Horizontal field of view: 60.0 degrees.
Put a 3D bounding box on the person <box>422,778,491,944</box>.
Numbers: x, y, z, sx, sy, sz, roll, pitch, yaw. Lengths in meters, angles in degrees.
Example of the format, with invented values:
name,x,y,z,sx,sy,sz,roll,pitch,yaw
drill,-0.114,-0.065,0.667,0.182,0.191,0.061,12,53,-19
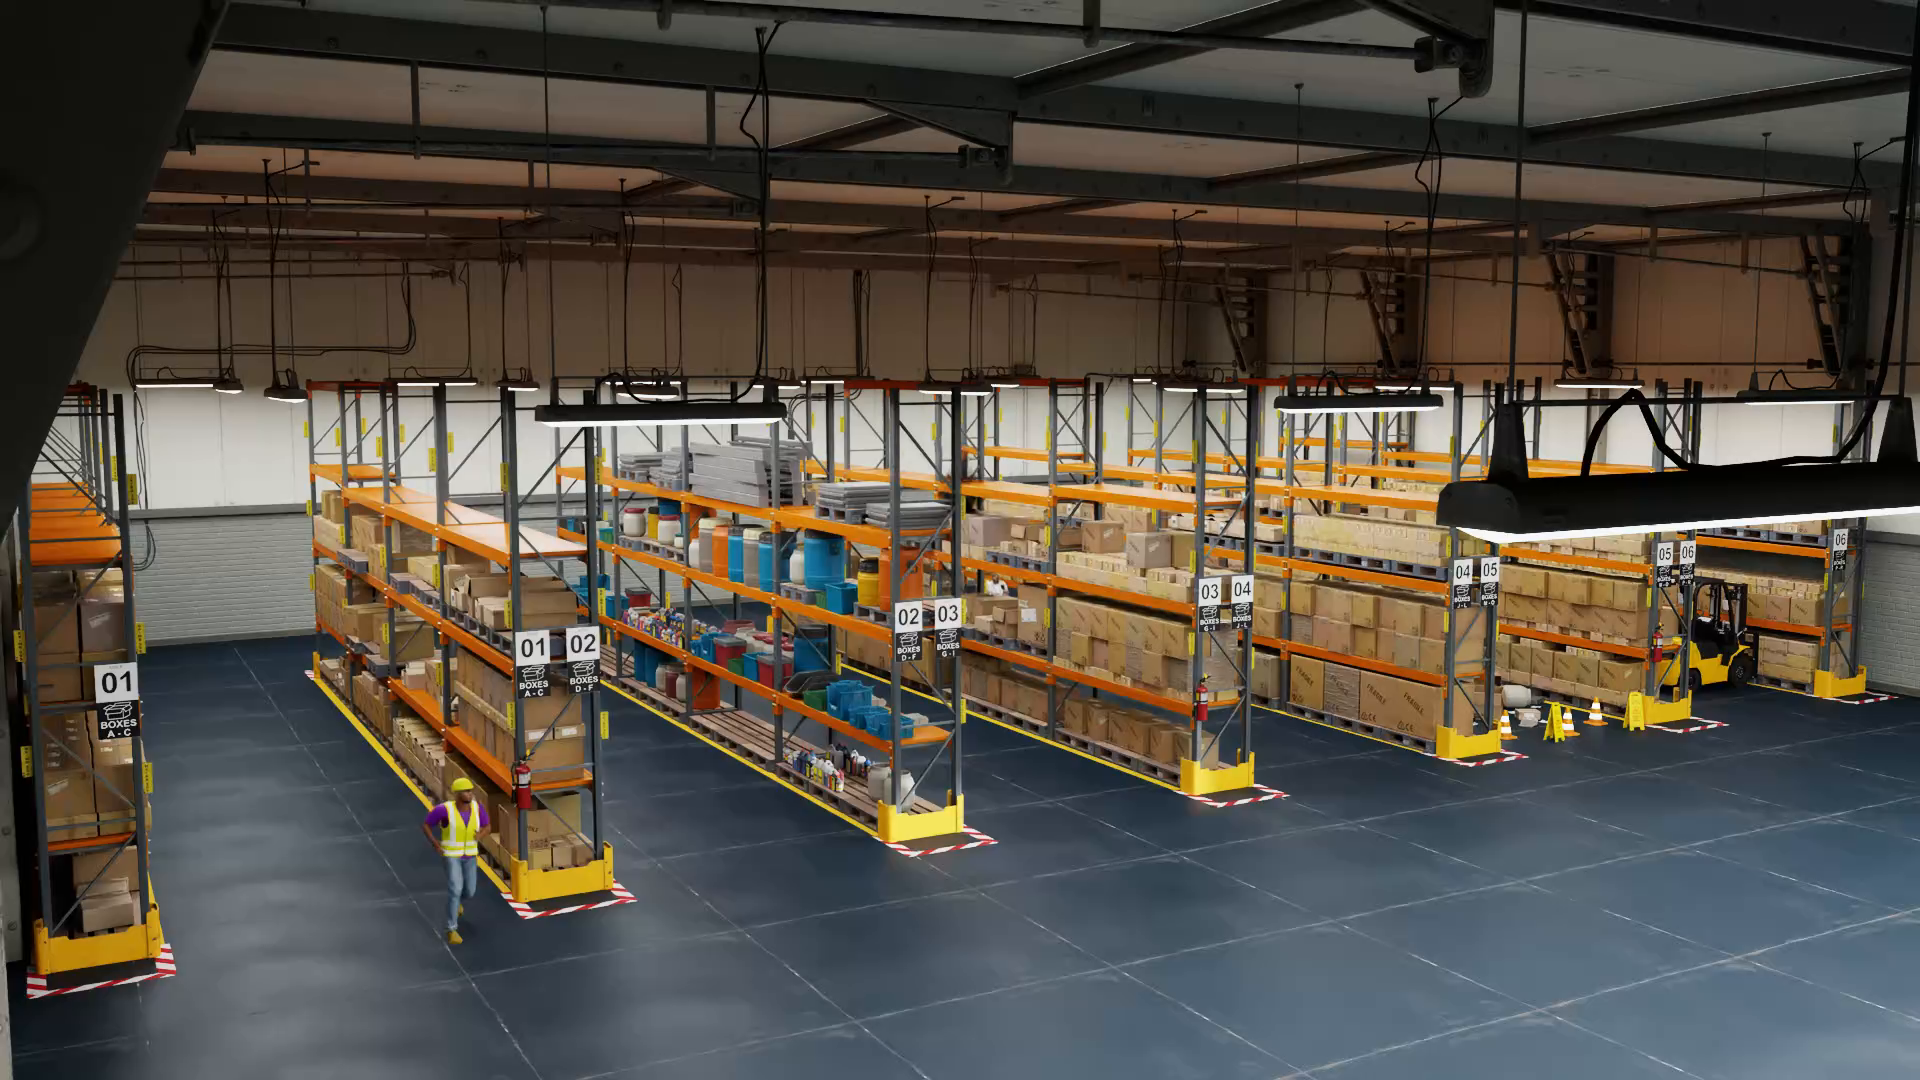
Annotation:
name,x,y,z,sx,sy,sz,roll,pitch,yaw
person,-5.572,3.517,18.583,0.729,1.736,0.889,-5,8,-42

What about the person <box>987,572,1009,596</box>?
name,x,y,z,sx,sy,sz,roll,pitch,yaw
person,0.801,1.520,36.994,0.647,1.803,0.891,-3,7,-24

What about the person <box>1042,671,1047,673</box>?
name,x,y,z,sx,sy,sz,roll,pitch,yaw
person,1.472,1.752,32.882,0.585,1.736,0.684,-4,7,-33

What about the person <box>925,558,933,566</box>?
name,x,y,z,sx,sy,sz,roll,pitch,yaw
person,-0.793,1.251,39.549,0.770,1.743,0.900,-2,6,-17

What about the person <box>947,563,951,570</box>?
name,x,y,z,sx,sy,sz,roll,pitch,yaw
person,-0.118,0.980,42.023,0.826,1.760,0.748,-2,6,-20
